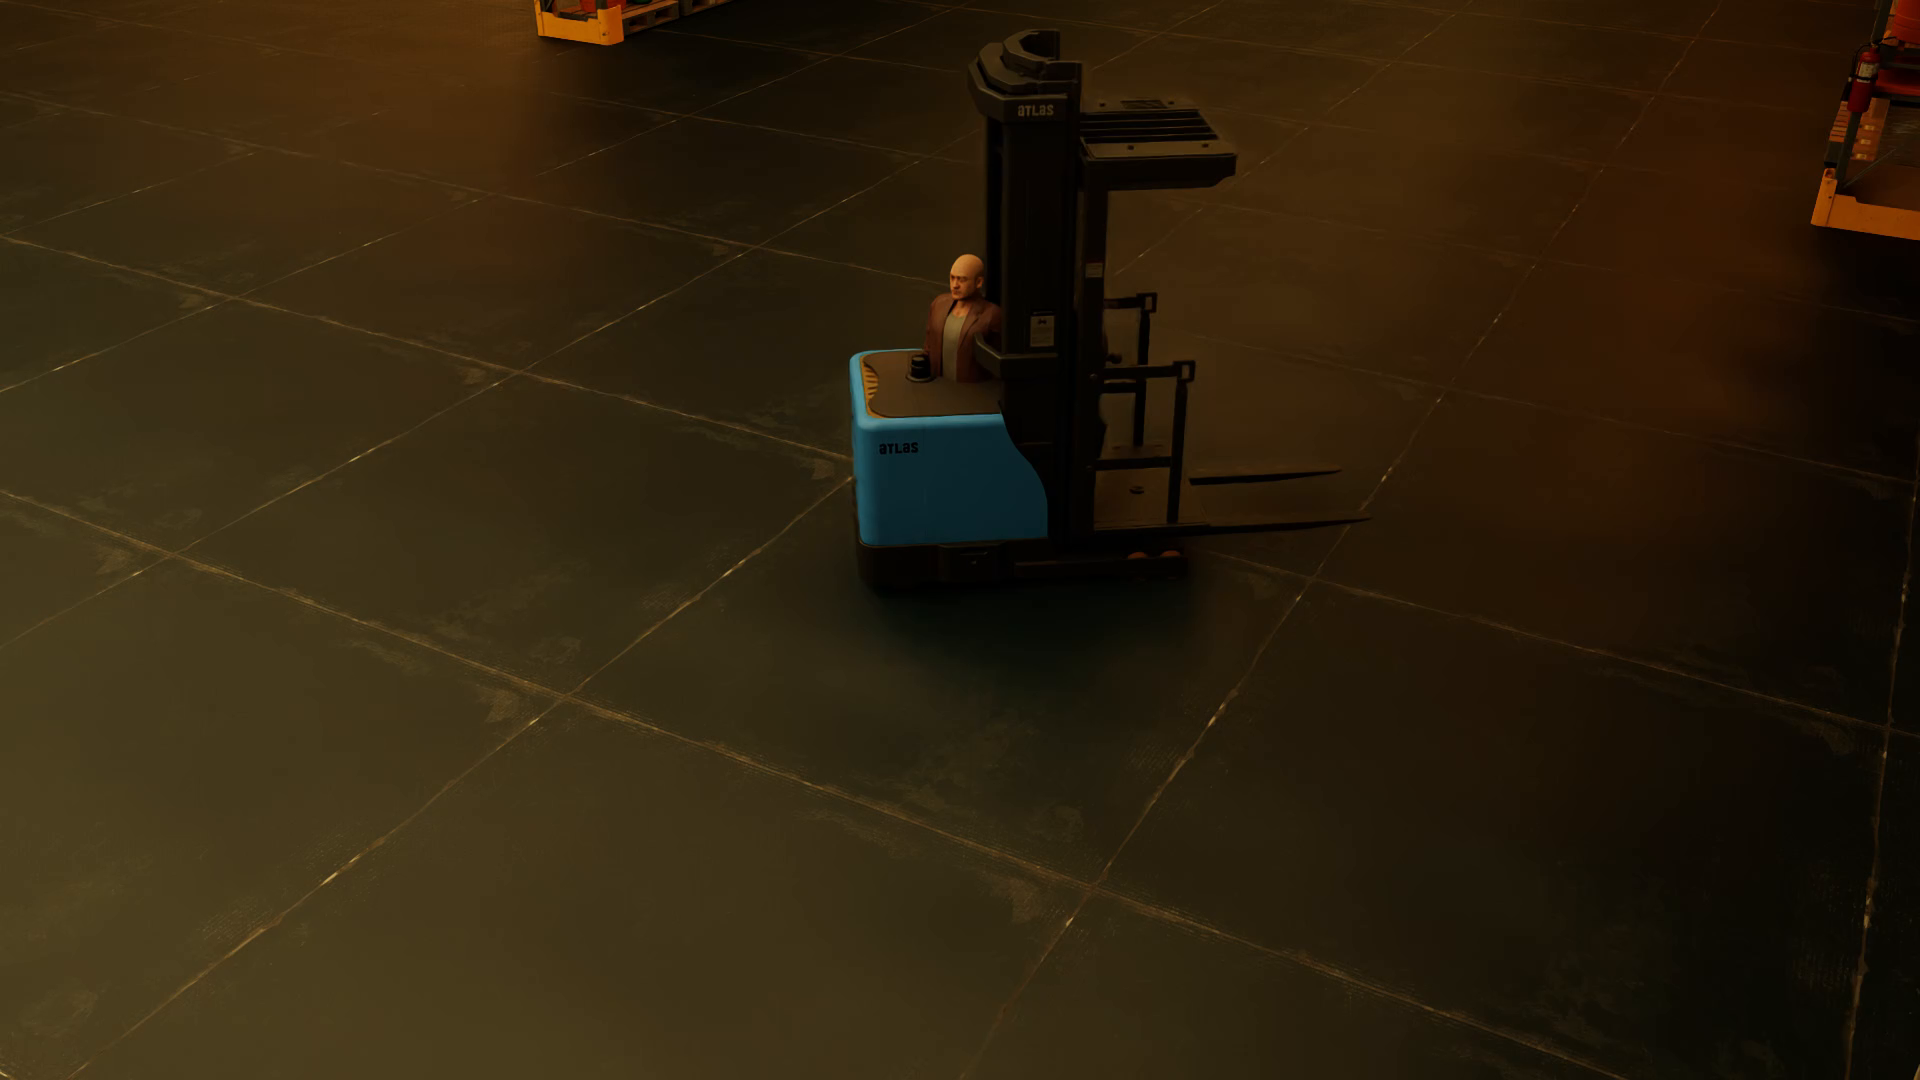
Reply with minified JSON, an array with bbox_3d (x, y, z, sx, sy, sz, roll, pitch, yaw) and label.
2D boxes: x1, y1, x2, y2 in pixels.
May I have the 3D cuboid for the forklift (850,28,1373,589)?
[{"bbox_3d":[0.891,-1.293,9.311,3.031,2.935,1.130,-3,30,-5],"label":"forklift"}]

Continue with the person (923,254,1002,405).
[{"bbox_3d":[0.016,-0.810,9.543,0.551,1.704,0.326,15,33,25],"label":"person"}]
